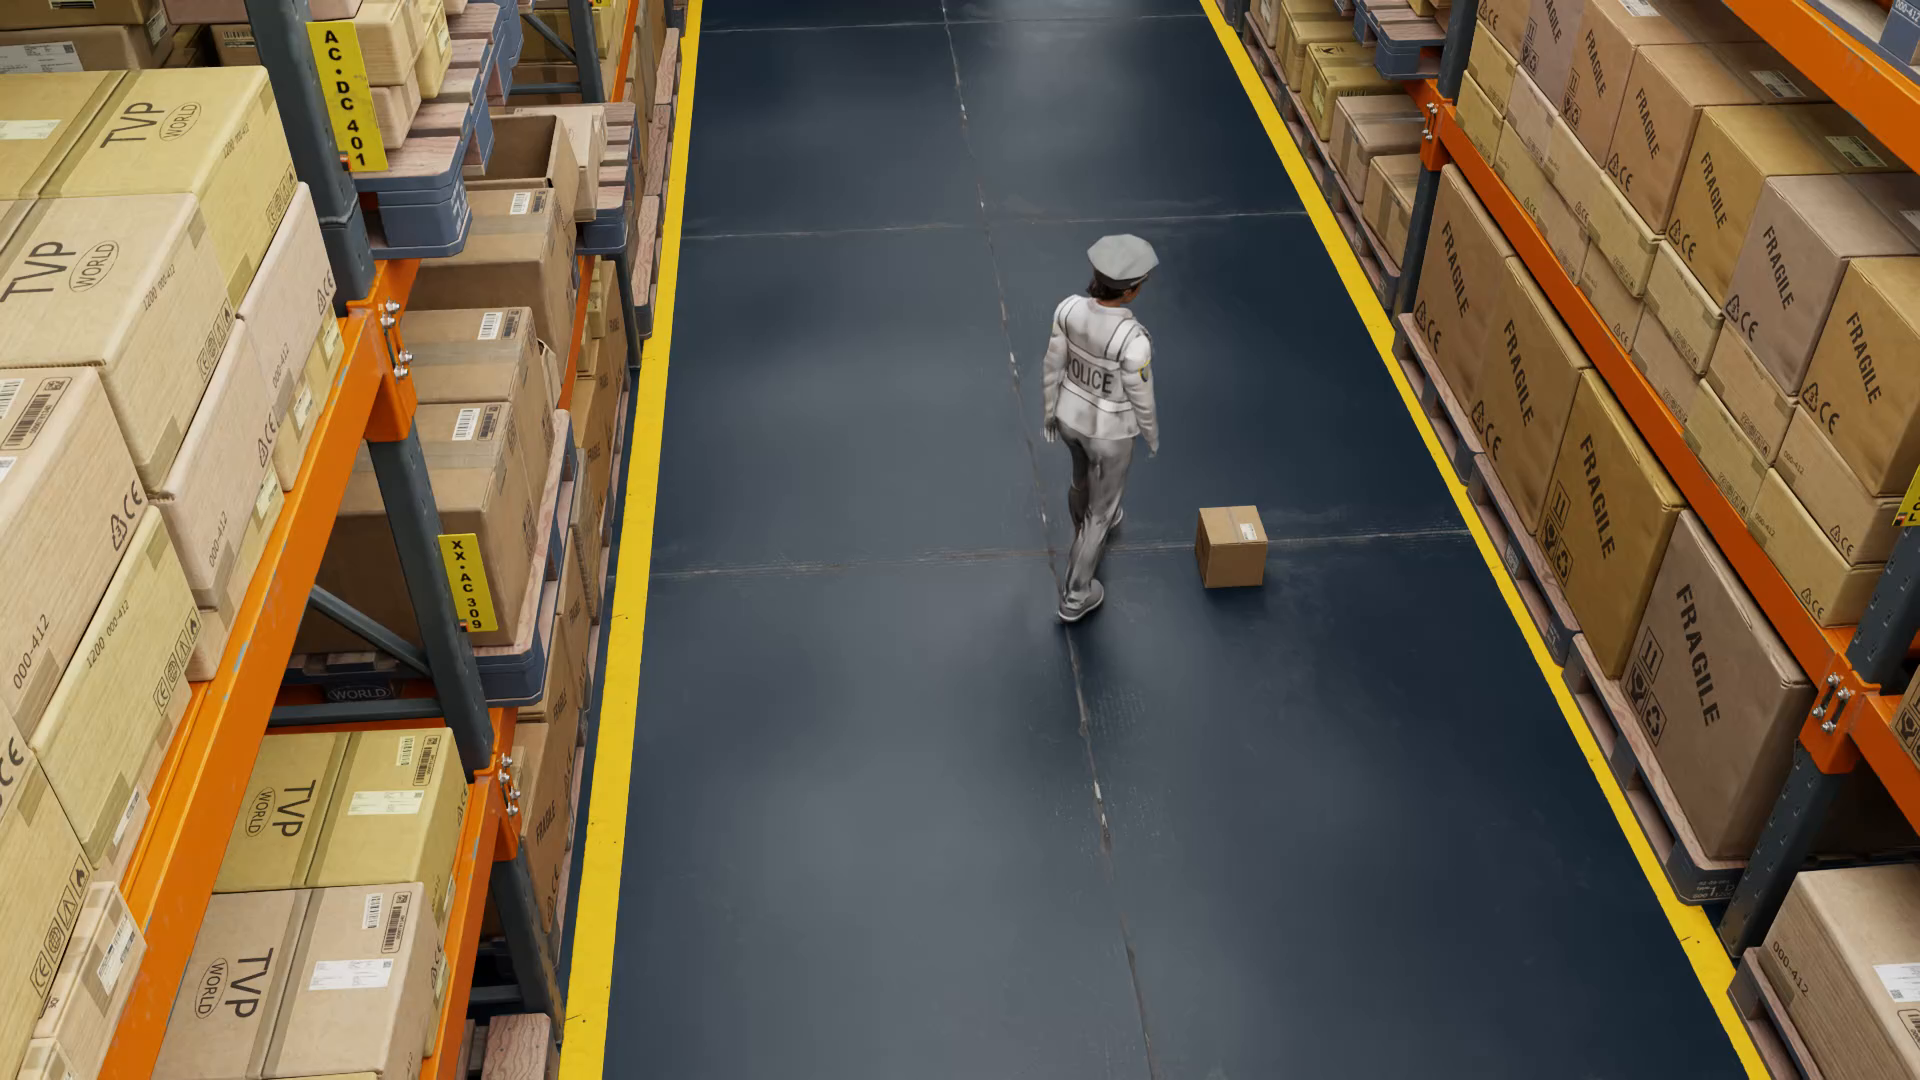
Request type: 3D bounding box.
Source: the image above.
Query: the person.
[{"bbox_3d":[0.594,-0.494,6.735,0.699,1.637,0.520,-30,48,-31],"label":"person"}]
